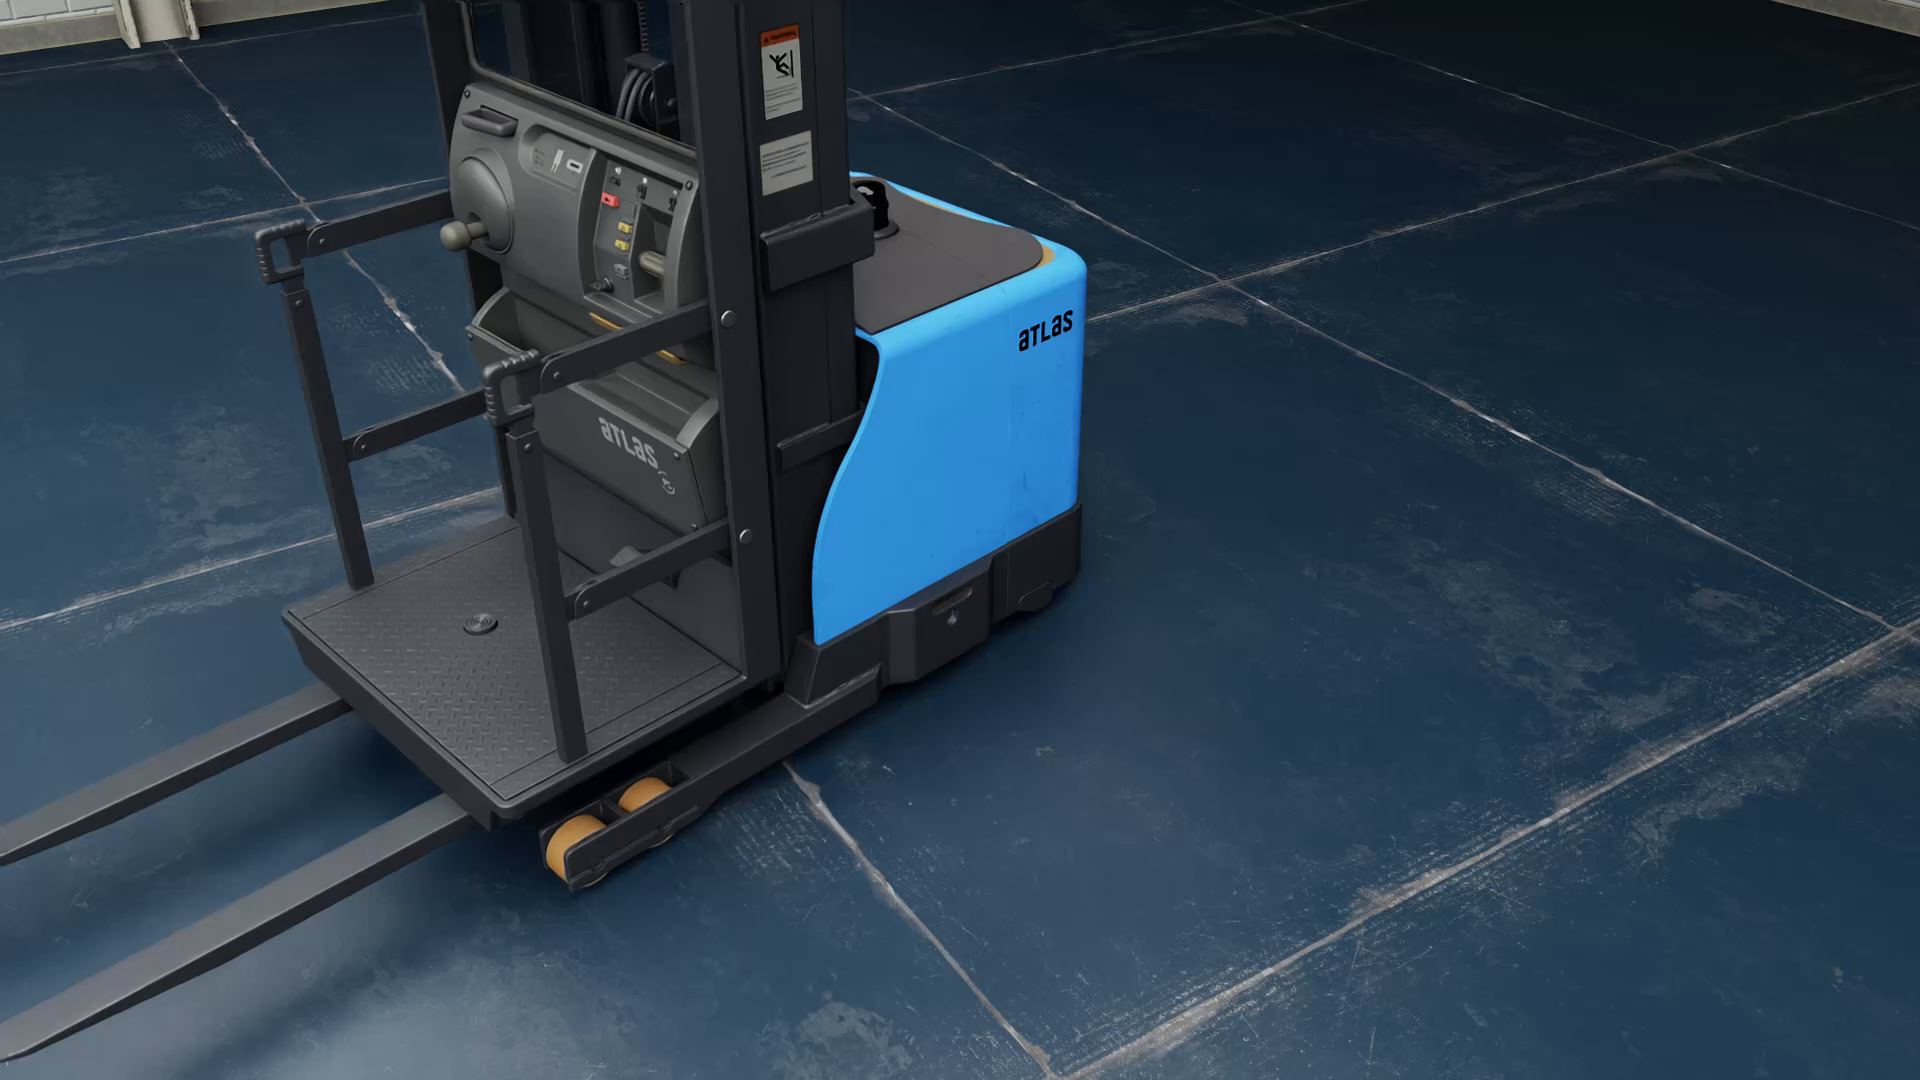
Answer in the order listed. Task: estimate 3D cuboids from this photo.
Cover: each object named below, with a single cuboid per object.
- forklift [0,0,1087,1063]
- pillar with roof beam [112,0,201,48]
[{"bbox_3d":[-1.042,-0.730,3.659,3.031,2.935,1.130,-28,42,-37],"label":"forklift"},{"bbox_3d":[-2.510,-4.921,4.617,0.400,9.000,9.100,-19,37,-27],"label":"pillar with roof beam"}]
